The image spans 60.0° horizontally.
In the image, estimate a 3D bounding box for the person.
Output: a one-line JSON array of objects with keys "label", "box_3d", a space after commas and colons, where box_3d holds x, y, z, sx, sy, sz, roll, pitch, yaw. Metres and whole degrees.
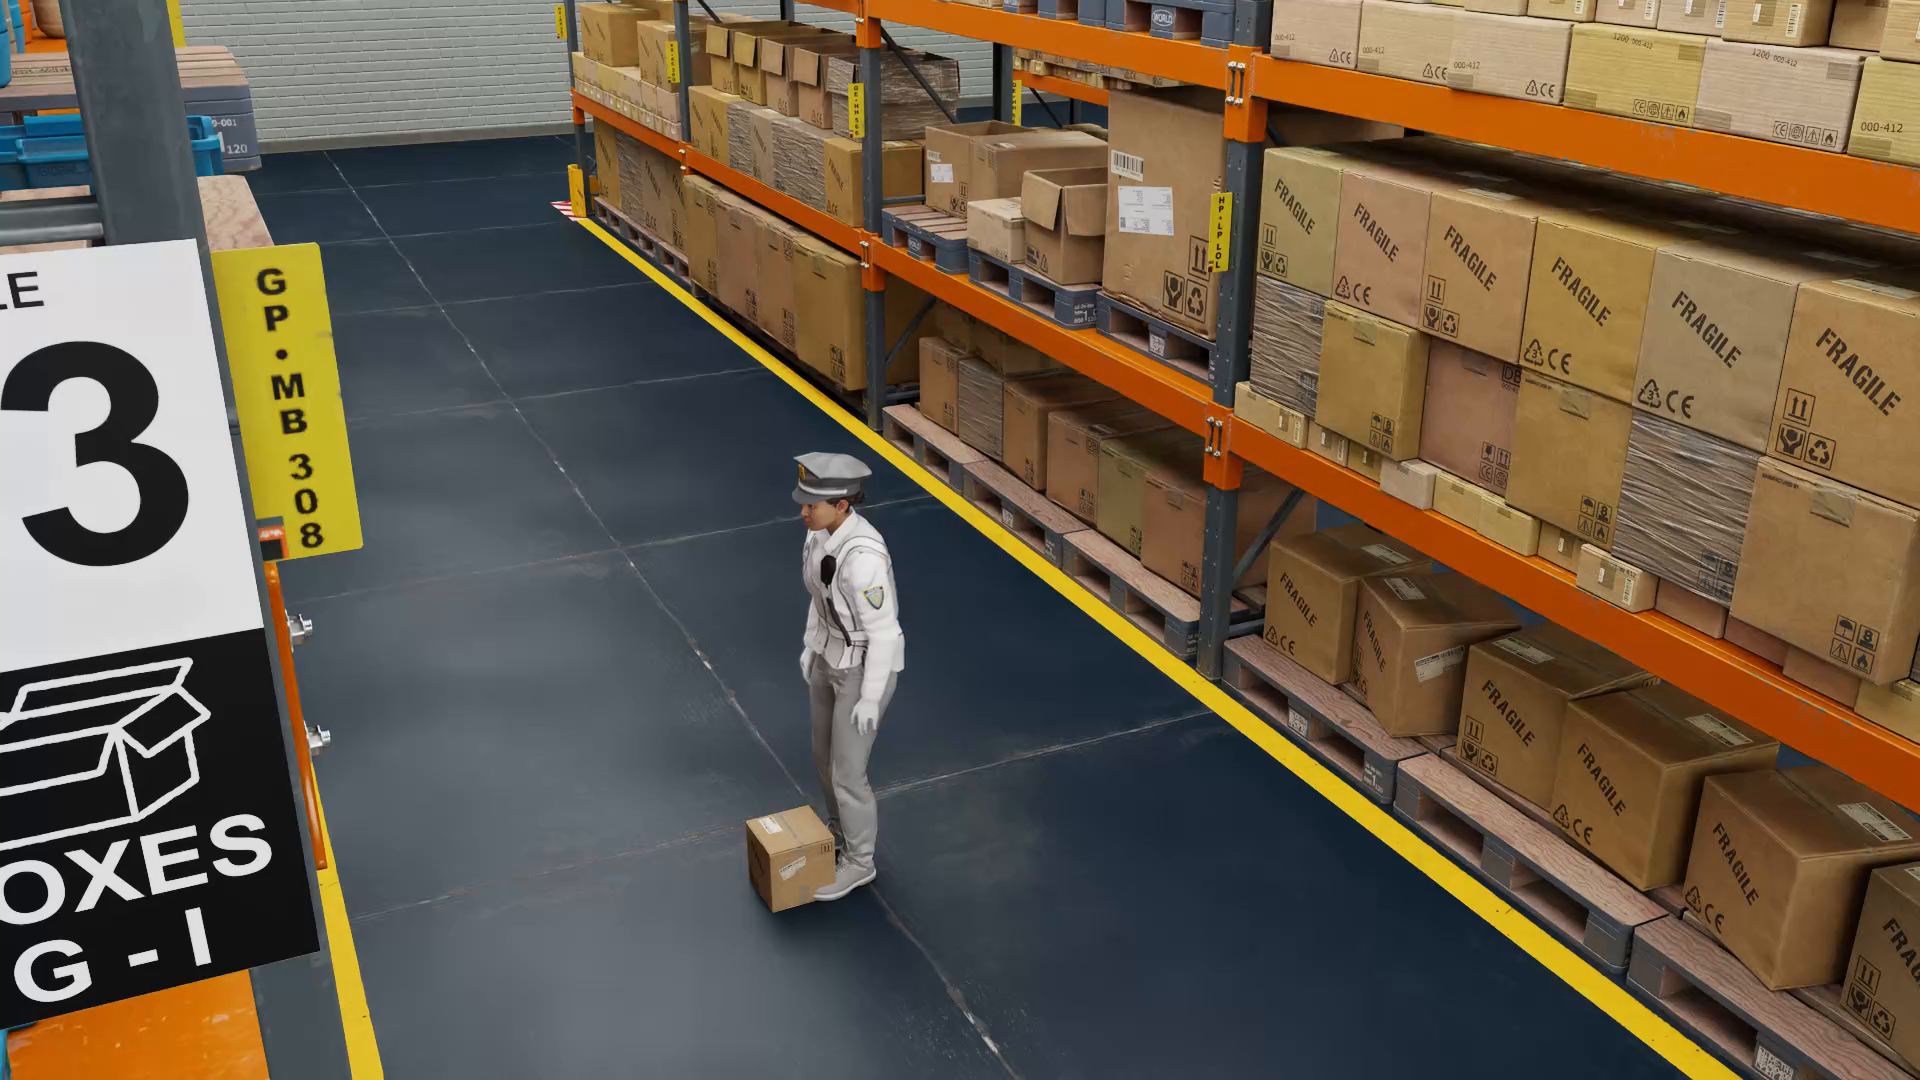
[{"label": "person", "box_3d": [-0.420, 0.477, 5.919, 0.409, 1.666, 0.547, -12, 25, -26]}]
